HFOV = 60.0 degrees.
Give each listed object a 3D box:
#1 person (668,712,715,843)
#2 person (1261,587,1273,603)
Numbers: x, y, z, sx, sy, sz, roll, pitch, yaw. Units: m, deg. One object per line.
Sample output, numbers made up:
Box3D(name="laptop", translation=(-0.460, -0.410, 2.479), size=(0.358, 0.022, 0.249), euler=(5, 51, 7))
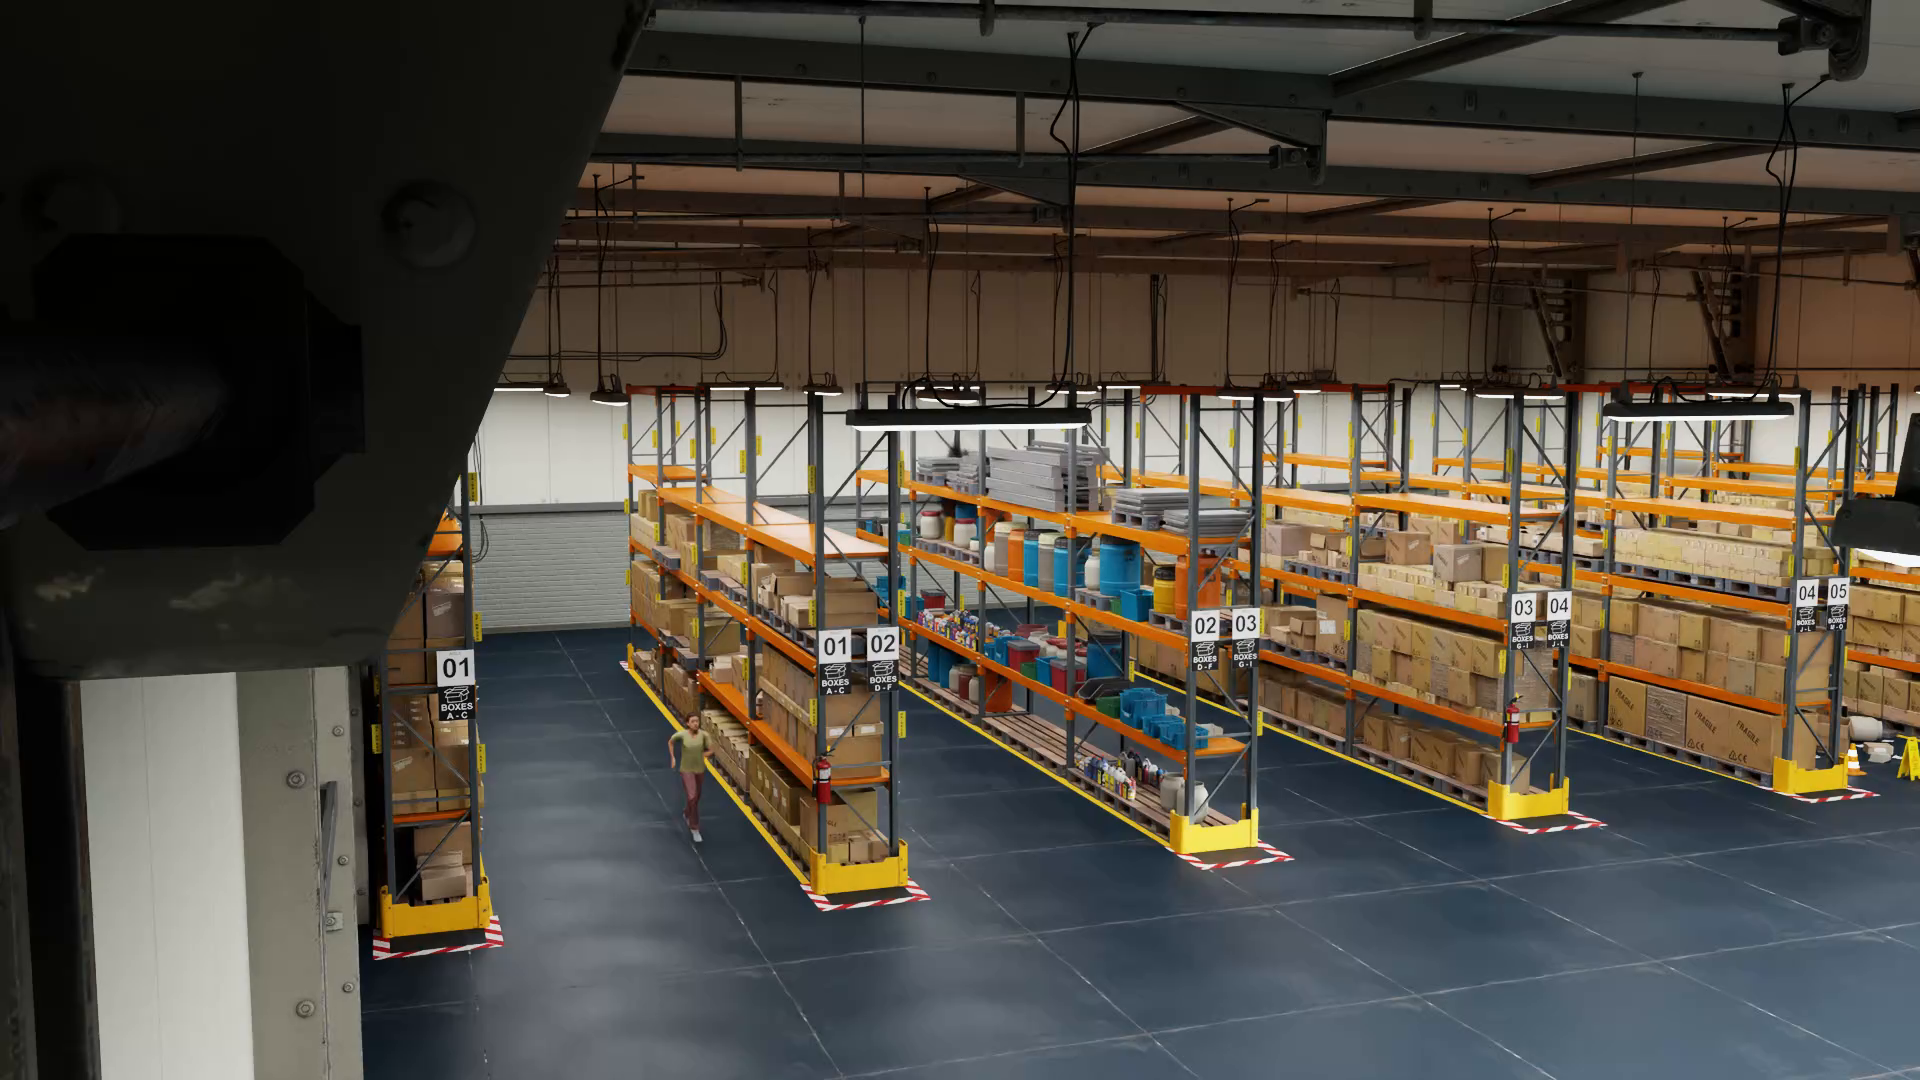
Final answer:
Box3D(name="person", translation=(-3.627, 3.163, 22.551), size=(0.546, 1.714, 0.844), euler=(-3, 7, -29))
Box3D(name="person", translation=(7.586, 1.243, 41.542), size=(1.093, 1.581, 0.749), euler=(3, 6, 25))
